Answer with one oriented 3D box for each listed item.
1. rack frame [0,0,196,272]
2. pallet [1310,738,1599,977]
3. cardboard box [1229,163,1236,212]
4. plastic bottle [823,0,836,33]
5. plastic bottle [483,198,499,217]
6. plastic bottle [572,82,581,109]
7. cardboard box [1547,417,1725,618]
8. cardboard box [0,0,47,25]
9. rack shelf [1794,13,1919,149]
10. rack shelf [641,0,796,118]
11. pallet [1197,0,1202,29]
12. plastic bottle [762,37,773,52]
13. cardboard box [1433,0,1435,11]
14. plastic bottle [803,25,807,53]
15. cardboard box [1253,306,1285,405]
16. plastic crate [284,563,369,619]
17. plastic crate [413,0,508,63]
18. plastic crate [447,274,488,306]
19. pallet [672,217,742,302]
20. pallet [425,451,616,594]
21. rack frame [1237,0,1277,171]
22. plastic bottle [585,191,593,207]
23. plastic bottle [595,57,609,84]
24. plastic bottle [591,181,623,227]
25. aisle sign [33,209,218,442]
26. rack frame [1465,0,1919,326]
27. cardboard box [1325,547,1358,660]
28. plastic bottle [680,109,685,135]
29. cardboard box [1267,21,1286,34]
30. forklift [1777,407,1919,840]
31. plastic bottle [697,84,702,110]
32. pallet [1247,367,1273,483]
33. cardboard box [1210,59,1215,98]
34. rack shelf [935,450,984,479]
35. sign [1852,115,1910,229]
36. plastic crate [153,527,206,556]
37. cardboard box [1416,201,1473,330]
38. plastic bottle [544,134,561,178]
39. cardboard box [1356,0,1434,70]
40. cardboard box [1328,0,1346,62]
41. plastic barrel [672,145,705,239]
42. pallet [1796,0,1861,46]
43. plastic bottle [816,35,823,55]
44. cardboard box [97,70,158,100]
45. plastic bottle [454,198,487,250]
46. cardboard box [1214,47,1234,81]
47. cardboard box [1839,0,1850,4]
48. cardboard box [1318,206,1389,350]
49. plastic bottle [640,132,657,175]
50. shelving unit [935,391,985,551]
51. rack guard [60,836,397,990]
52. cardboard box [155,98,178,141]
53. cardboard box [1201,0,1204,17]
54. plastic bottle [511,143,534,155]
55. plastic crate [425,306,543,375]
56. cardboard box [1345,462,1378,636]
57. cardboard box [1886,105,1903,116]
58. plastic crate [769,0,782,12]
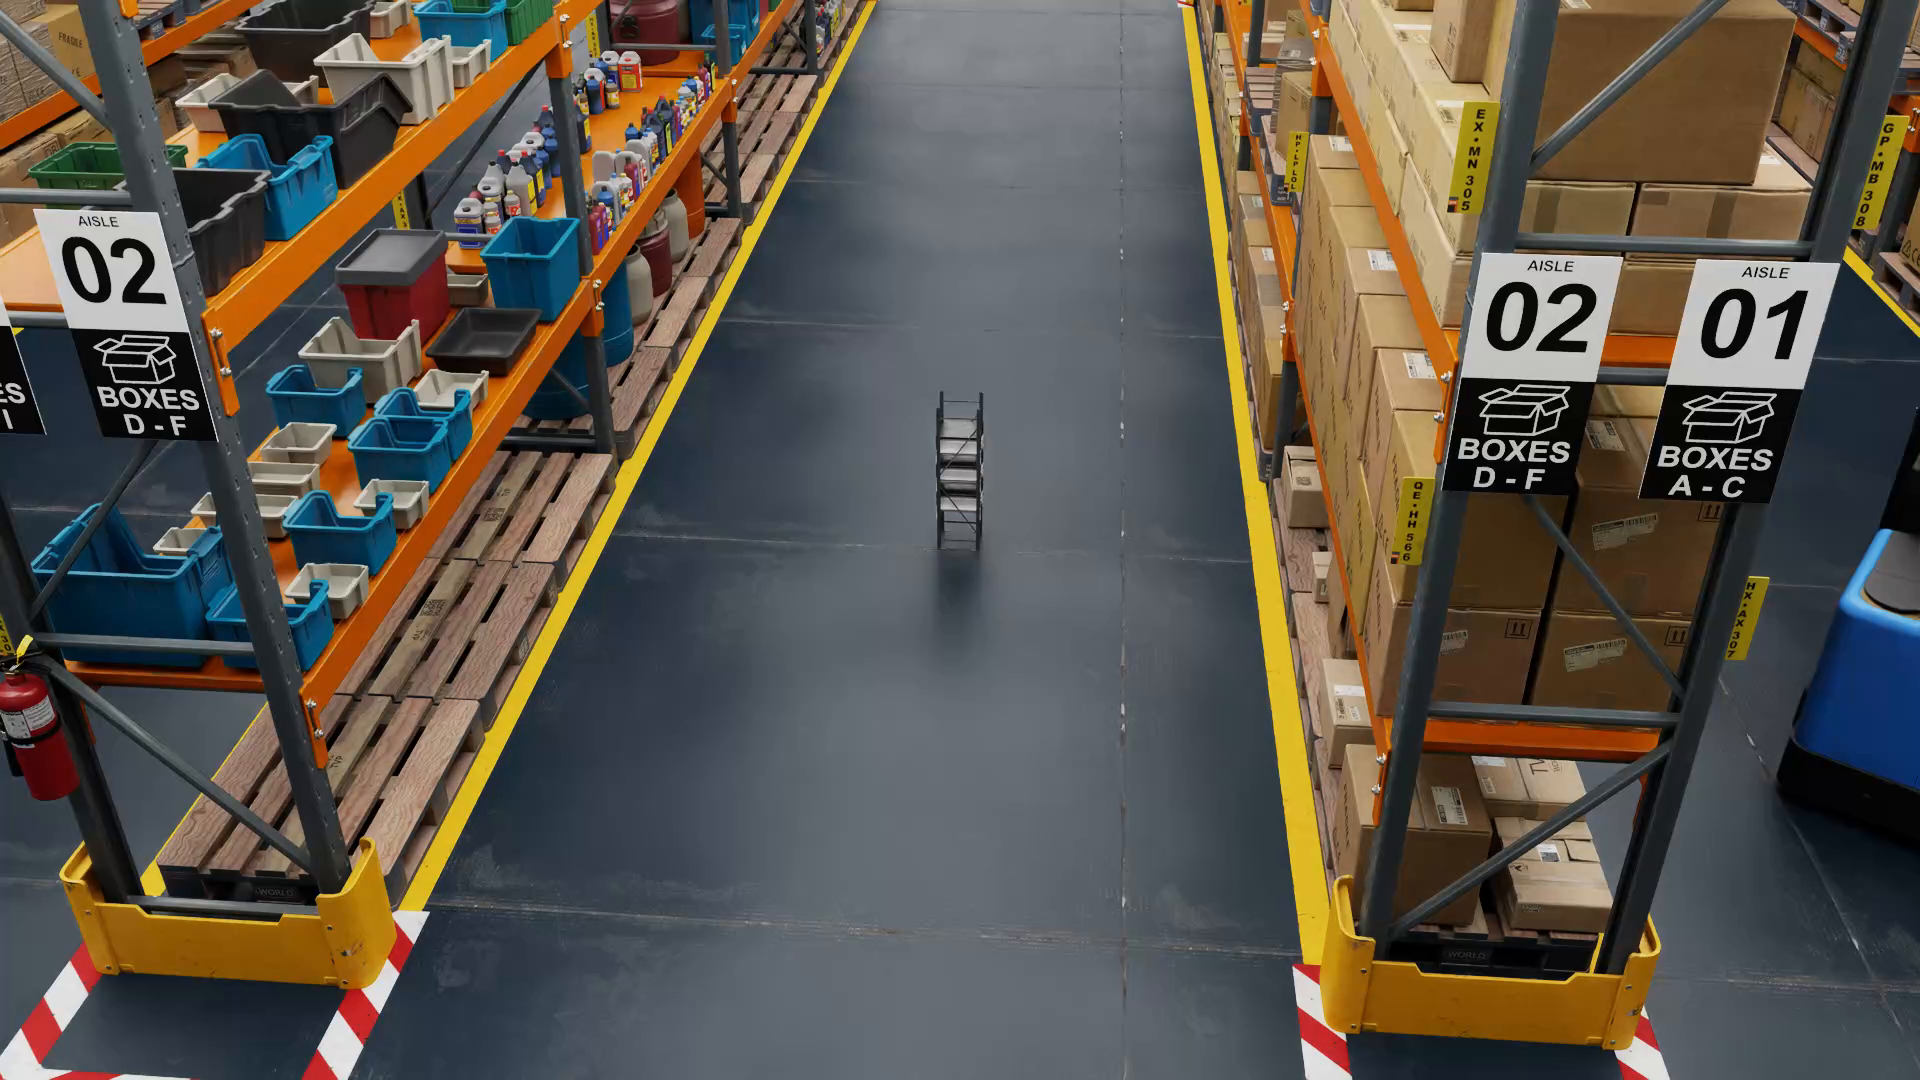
[{"bbox_3d":[-2.926,-2.165,4.465,1.000,3.000,0.127,2,32,4],"label":"rack frame"},{"bbox_3d":[2.081,1.334,7.166,1.003,0.211,1.213,2,32,4],"label":"pallet"},{"bbox_3d":[2.461,-2.874,13.555,0.500,0.250,0.500,3,32,5],"label":"cardboard box"},{"bbox_3d":[-1.420,-5.670,17.978,0.144,0.351,0.185,2,32,4],"label":"plastic bottle"},{"bbox_3d":[-2.837,-1.967,10.052,0.097,0.201,0.097,0,32,0],"label":"plastic bottle"},{"bbox_3d":[-2.745,-3.101,11.814,0.061,0.283,0.133,2,32,4],"label":"plastic bottle"},{"bbox_3d":[2.309,-0.086,5.763,0.500,0.500,0.500,3,32,5],"label":"cardboard box"},{"bbox_3d":[-7.287,-4.093,12.262,0.797,0.503,0.637,3,32,6],"label":"cardboard box"},{"bbox_3d":[7.762,-4.110,14.026,1.077,0.370,4.000,2,32,4],"label":"rack shelf"},{"bbox_3d":[-2.112,-4.533,14.713,1.077,0.370,4.000,2,32,4],"label":"rack shelf"},{"bbox_3d":[3.293,-6.175,19.349,1.003,0.211,1.213,2,32,4],"label":"pallet"},{"bbox_3d":[-2.040,-5.288,17.357,0.144,0.351,0.185,2,32,4],"label":"plastic bottle"},{"bbox_3d":[2.229,-2.193,6.322,0.700,0.500,0.500,2,32,4],"label":"cardboard box"},{"bbox_3d":[-1.594,-5.239,17.342,0.061,0.283,0.133,2,32,4],"label":"plastic bottle"},{"bbox_3d":[2.139,-1.140,10.485,0.500,0.500,0.500,3,32,4],"label":"cardboard box"},{"bbox_3d":[-2.469,0.197,6.546,0.250,0.136,0.298,2,32,4],"label":"plastic crate"},{"bbox_3d":[-2.357,-2.418,7.896,0.416,0.233,0.300,2,32,4],"label":"plastic crate"},{"bbox_3d":[-2.781,-1.378,9.102,0.396,0.136,0.243,2,32,4],"label":"plastic crate"},{"bbox_3d":[-2.298,-2.193,12.887,1.003,0.211,1.213,2,32,4],"label":"pallet"},{"bbox_3d":[-2.622,-0.129,9.538,1.003,0.211,1.213,2,32,4],"label":"pallet"},{"bbox_3d":[2.662,-3.580,12.481,1.000,3.000,0.127,2,32,4],"label":"rack frame"},{"bbox_3d":[-2.279,-2.030,10.155,0.097,0.201,0.097,0,32,0],"label":"plastic bottle"},{"bbox_3d":[-2.669,-3.467,12.420,0.097,0.271,0.097,0,32,0],"label":"plastic bottle"},{"bbox_3d":[-2.153,-2.066,10.143,0.152,0.276,0.135,2,32,4],"label":"plastic bottle"},{"bbox_3d":[-2.636,-0.667,5.276,0.394,0.787,0.004,2,32,4],"label":"aisle sign"},{"bbox_3d":[2.010,-1.951,4.119,1.000,3.000,0.127,2,32,4],"label":"rack frame"},{"bbox_3d":[2.188,0.369,8.032,0.797,0.503,0.637,2,32,4],"label":"cardboard box"},{"bbox_3d":[-1.984,-2.943,11.636,0.097,0.201,0.097,0,32,0],"label":"plastic bottle"},{"bbox_3d":[2.709,-4.143,13.633,0.380,0.149,0.250,5,32,8],"label":"cardboard box"},{"bbox_3d":[5.034,-0.535,7.605,1.130,2.935,3.031,22,38,31],"label":"forklift"},{"bbox_3d":[-1.937,-3.248,12.132,0.097,0.201,0.097,0,32,0],"label":"plastic bottle"},{"bbox_3d":[2.365,-0.728,10.511,1.003,0.211,1.213,2,32,4],"label":"pallet"},{"bbox_3d":[2.708,-4.480,16.161,0.500,0.250,0.500,2,32,3],"label":"cardboard box"},{"bbox_3d":[-0.001,-0.427,9.258,0.258,0.077,0.200,2,32,4],"label":"rack shelf"},{"bbox_3d":[2.551,-1.023,4.639,0.100,0.325,0.005,2,32,4],"label":"sign"},{"bbox_3d":[-3.040,0.042,6.797,0.396,0.136,0.243,2,32,4],"label":"plastic crate"},{"bbox_3d":[1.789,-0.890,5.399,0.500,0.250,0.500,2,32,4],"label":"cardboard box"},{"bbox_3d":[-2.664,-2.518,10.880,0.097,0.271,0.097,0,32,0],"label":"plastic bottle"},{"bbox_3d":[1.958,-2.149,6.965,0.500,0.250,0.500,2,32,4],"label":"cardboard box"},{"bbox_3d":[2.050,-2.458,7.944,0.500,0.250,0.500,2,32,4],"label":"cardboard box"},{"bbox_3d":[-2.298,-2.792,12.870,0.600,0.830,0.708,2,32,4],"label":"plastic barrel"},{"bbox_3d":[7.720,-4.326,13.873,1.003,0.211,1.213,2,32,4],"label":"pallet"},{"bbox_3d":[-1.470,-5.136,17.253,0.097,0.201,0.097,0,32,0],"label":"plastic bottle"},{"bbox_3d":[-7.187,-3.799,14.085,0.500,0.250,0.500,4,32,6],"label":"cardboard box"},{"bbox_3d":[-2.891,-1.869,9.823,0.152,0.276,0.135,2,32,4],"label":"plastic bottle"},{"bbox_3d":[2.659,-4.452,15.581,0.500,0.311,0.500,2,32,3],"label":"cardboard box"},{"bbox_3d":[7.774,-4.790,13.929,0.700,0.500,0.500,7,32,11],"label":"cardboard box"},{"bbox_3d":[1.933,-1.184,7.544,0.500,0.500,0.500,2,32,3],"label":"cardboard box"},{"bbox_3d":[-2.052,-2.538,10.912,0.097,0.271,0.097,0,32,0],"label":"plastic bottle"},{"bbox_3d":[-0.001,-0.379,9.287,0.258,0.900,0.210,2,32,4],"label":"shelving unit"},{"bbox_3d":[-2.915,1.467,6.674,1.175,0.500,0.348,2,32,4],"label":"rack guard"},{"bbox_3d":[-7.177,-3.480,14.281,0.700,0.500,0.500,1,32,1],"label":"cardboard box"},{"bbox_3d":[2.969,-5.978,18.592,0.500,0.250,0.500,2,32,4],"label":"cardboard box"},{"bbox_3d":[-2.809,-2.394,10.675,0.152,0.276,0.135,2,32,4],"label":"plastic bottle"},{"bbox_3d":[-2.424,-1.014,8.521,0.437,0.125,0.590,2,32,4],"label":"plastic crate"},{"bbox_3d":[1.814,0.043,6.506,0.500,0.500,0.500,3,32,4],"label":"cardboard box"},{"bbox_3d":[7.715,-3.487,13.578,0.500,0.250,0.500,3,32,5],"label":"cardboard box"},{"bbox_3d":[-1.810,-4.873,14.780,0.450,0.188,0.662,2,32,4],"label":"plastic crate"}]
